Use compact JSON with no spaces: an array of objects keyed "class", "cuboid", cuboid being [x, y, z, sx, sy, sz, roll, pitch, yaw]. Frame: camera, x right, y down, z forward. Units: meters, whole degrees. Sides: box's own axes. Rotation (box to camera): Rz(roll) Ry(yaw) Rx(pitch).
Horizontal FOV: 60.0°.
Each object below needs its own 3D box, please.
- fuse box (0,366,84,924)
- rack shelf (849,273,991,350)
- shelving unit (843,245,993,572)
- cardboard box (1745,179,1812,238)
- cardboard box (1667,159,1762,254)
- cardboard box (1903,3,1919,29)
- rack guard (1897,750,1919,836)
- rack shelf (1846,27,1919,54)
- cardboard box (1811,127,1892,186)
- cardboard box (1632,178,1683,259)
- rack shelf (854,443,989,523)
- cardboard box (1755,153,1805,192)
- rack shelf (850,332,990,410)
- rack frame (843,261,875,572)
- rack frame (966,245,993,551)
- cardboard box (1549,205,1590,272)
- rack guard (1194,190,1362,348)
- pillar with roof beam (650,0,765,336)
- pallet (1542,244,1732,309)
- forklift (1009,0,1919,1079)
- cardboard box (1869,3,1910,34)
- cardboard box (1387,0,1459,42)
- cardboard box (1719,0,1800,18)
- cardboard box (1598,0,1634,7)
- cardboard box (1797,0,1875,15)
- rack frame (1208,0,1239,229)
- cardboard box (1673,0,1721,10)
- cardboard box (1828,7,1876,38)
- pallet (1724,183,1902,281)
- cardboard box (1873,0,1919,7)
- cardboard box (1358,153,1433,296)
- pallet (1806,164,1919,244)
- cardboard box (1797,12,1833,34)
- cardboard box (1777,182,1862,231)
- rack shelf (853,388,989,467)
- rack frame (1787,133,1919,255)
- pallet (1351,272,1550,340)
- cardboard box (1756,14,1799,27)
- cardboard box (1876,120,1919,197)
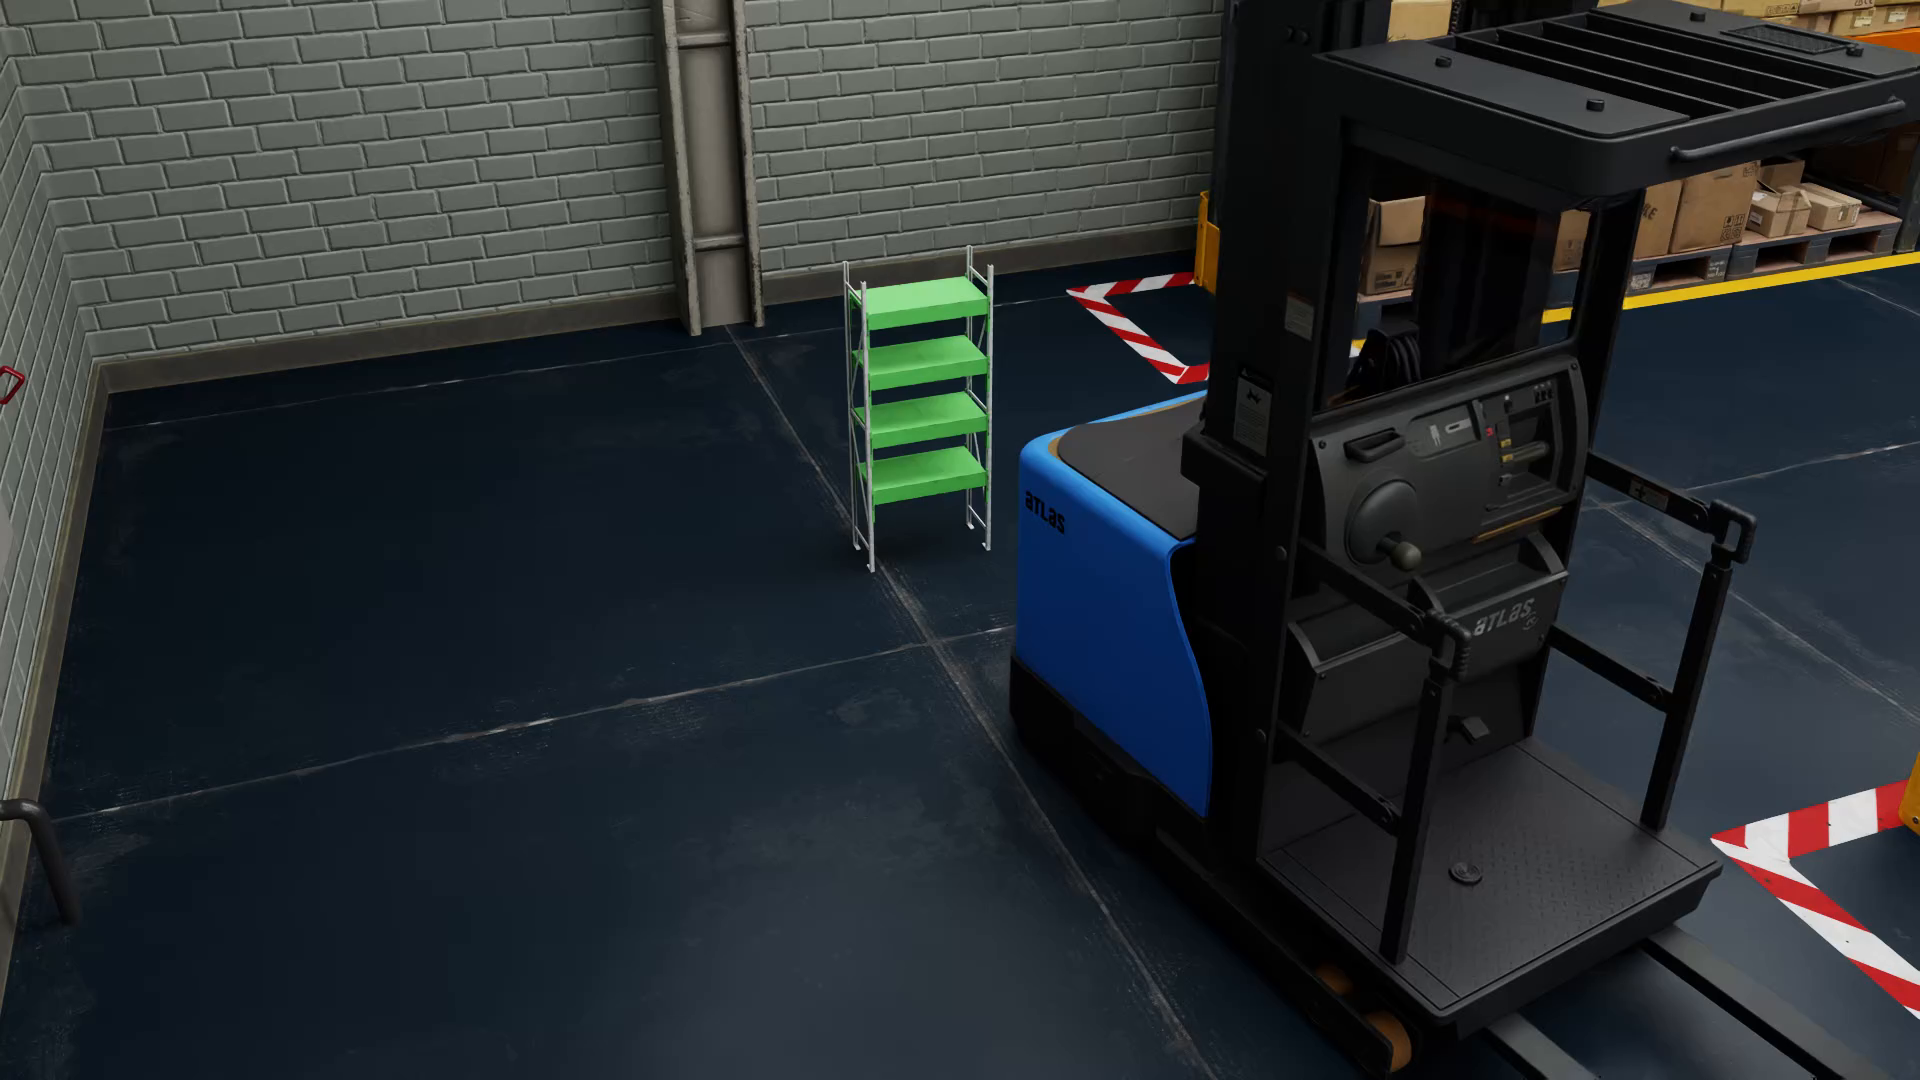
[{"class":"fuse box","cuboid":[-2.558,0.335,4.433,0.414,1.711,0.539,-10,31,-18]},{"class":"rack shelf","cuboid":[-0.155,-0.854,6.197,0.480,0.148,0.258,-10,31,-18]},{"class":"shelving unit","cuboid":[-0.155,-0.493,6.403,0.503,1.200,0.258,-10,31,-18]},{"class":"cardboard box","cuboid":[4.574,-1.902,9.396,0.258,0.266,0.396,-9,31,-16]},{"class":"cardboard box","cuboid":[3.974,-1.978,9.292,0.500,0.500,0.700,-12,32,-19]},{"class":"cardboard box","cuboid":[5.118,-2.920,9.099,0.250,0.149,0.380,-10,31,-17]},{"class":"rack guard","cuboid":[3.291,0.881,4.698,0.348,0.500,1.175,-10,31,-18]},{"class":"rack shelf","cuboid":[3.454,-2.544,8.912,4.000,0.370,1.077,-10,31,-18]},{"class":"cardboard box","cuboid":[5.686,-2.520,10.244,0.500,0.500,0.500,-11,31,-18]},{"class":"cardboard box","cuboid":[3.531,-1.844,9.057,0.500,0.500,0.500,-10,31,-17]},{"class":"rack shelf","cuboid":[-0.155,-0.229,6.553,0.480,0.148,0.258,-10,31,-18]},{"class":"cardboard box","cuboid":[4.627,-2.211,9.893,0.500,0.311,0.500,-9,31,-16]},{"class":"rack shelf","cuboid":[-0.155,-0.646,6.316,0.480,0.148,0.258,-10,31,-18]},{"class":"rack frame","cuboid":[-0.384,-0.451,6.329,0.015,1.200,0.240,-10,31,-18]},{"class":"rack frame","cuboid":[0.074,-0.535,6.477,0.015,1.200,0.240,-10,31,-18]},{"class":"cardboard box","cuboid":[3.001,-1.799,8.978,0.500,0.500,0.700,-9,31,-16]},{"class":"rack guard","cuboid":[1.651,-1.438,8.769,0.348,0.500,1.175,-10,31,-18]},{"class":"pillar with roof beam","cuboid":[0.239,-3.073,3.054,0.400,9.000,9.100,-10,31,-18]},{"class":"pallet","cuboid":[3.539,-1.659,9.450,1.213,0.211,1.003,-10,31,-18]},{"class":"forklift","cuboid":[1.366,-0.151,4.054,1.130,2.935,3.031,-17,34,-27]},{"class":"cardboard box","cuboid":[4.881,-2.865,9.003,0.250,0.149,0.380,-10,31,-16]},{"class":"cardboard box","cuboid":[2.099,-2.529,8.009,0.500,0.250,0.500,-10,31,-17]},{"class":"cardboard box","cuboid":[4.000,-2.891,8.646,0.500,0.250,0.500,-11,31,-18]},{"class":"cardboard box","cuboid":[3.045,-2.705,8.318,0.500,0.250,0.500,-11,31,-19]},{"class":"cardboard box","cuboid":[4.472,-2.971,8.786,0.500,0.250,0.500,-10,31,-17]},{"class":"rack frame","cuboid":[1.580,-2.511,8.128,0.127,3.000,1.000,-10,31,-18]},{"class":"cardboard box","cuboid":[3.517,-2.803,8.491,0.500,0.250,0.500,-11,32,-19]},{"class":"cardboard box","cuboid":[4.646,-2.809,8.904,0.250,0.149,0.380,-10,31,-16]},{"class":"pallet","cuboid":[4.685,-1.872,9.823,1.213,0.211,1.003,-10,31,-18]},{"class":"cardboard box","cuboid":[4.936,-3.065,8.950,0.500,0.250,0.500,-10,31,-16]},{"class":"cardboard box","cuboid":[2.186,-1.671,8.750,0.637,0.503,0.797,-12,32,-20]},{"class":"pallet","cuboid":[6.078,-2.148,10.307,1.213,0.211,1.003,-10,31,-18]},{"class":"cardboard box","cuboid":[4.391,-2.777,8.847,0.250,0.149,0.380,-10,31,-16]},{"class":"cardboard box","cuboid":[4.909,-1.913,9.533,0.250,0.149,0.380,-11,32,-19]},{"class":"rack shelf","cuboid":[-0.155,-0.437,6.434,0.480,0.148,0.258,-10,31,-18]},{"class":"rack frame","cuboid":[5.329,-3.202,9.340,0.127,3.000,1.000,-10,31,-18]},{"class":"pallet","cuboid":[2.398,-1.451,9.083,1.213,0.211,1.003,-10,31,-18]},{"class":"cardboard box","cuboid":[4.161,-2.719,8.747,0.250,0.149,0.380,-11,31,-18]},{"class":"cardboard box","cuboid":[5.860,-2.277,9.818,0.500,0.500,0.500,-9,31,-15]}]
